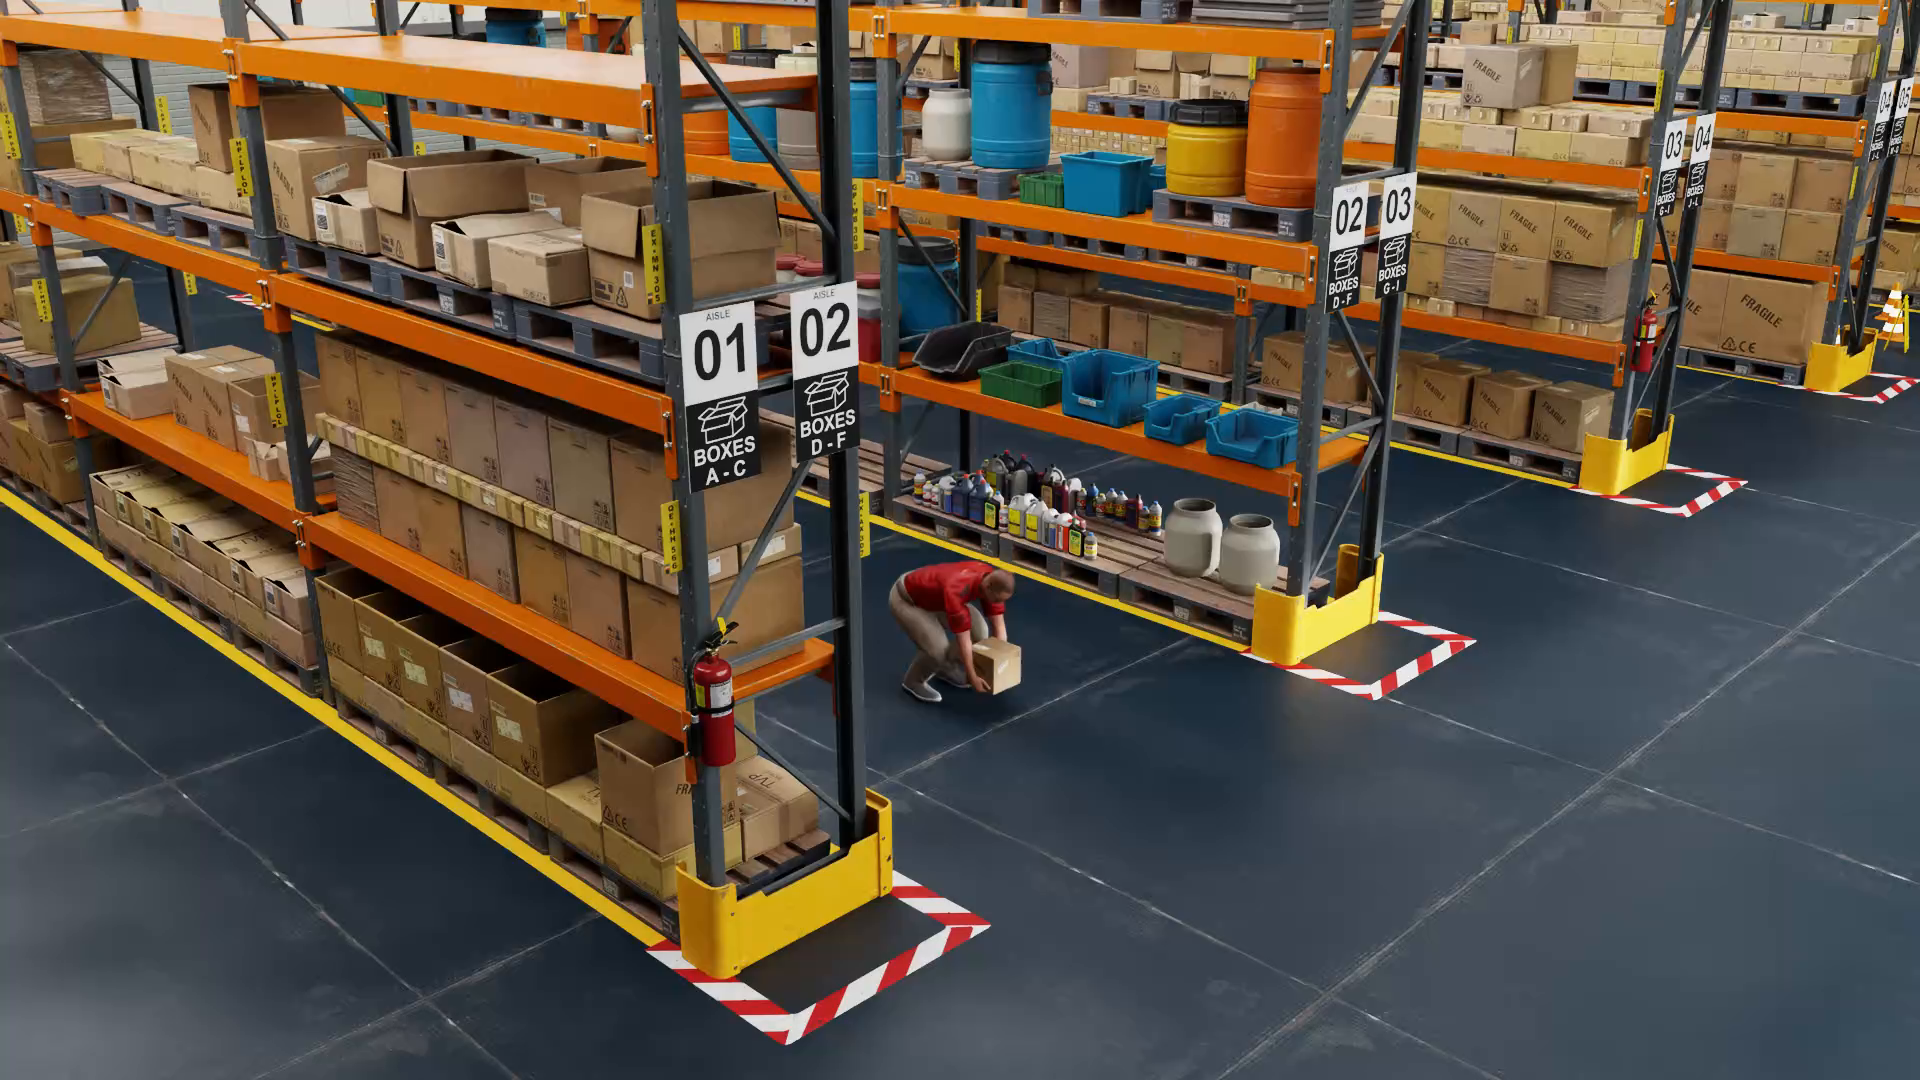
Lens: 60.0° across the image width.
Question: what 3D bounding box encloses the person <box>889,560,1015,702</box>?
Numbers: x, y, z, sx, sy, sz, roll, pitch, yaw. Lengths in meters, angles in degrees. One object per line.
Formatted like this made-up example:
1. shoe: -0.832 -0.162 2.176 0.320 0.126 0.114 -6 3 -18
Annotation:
1. person: -0.032 0.559 10.687 0.920 0.976 0.542 18 27 39
